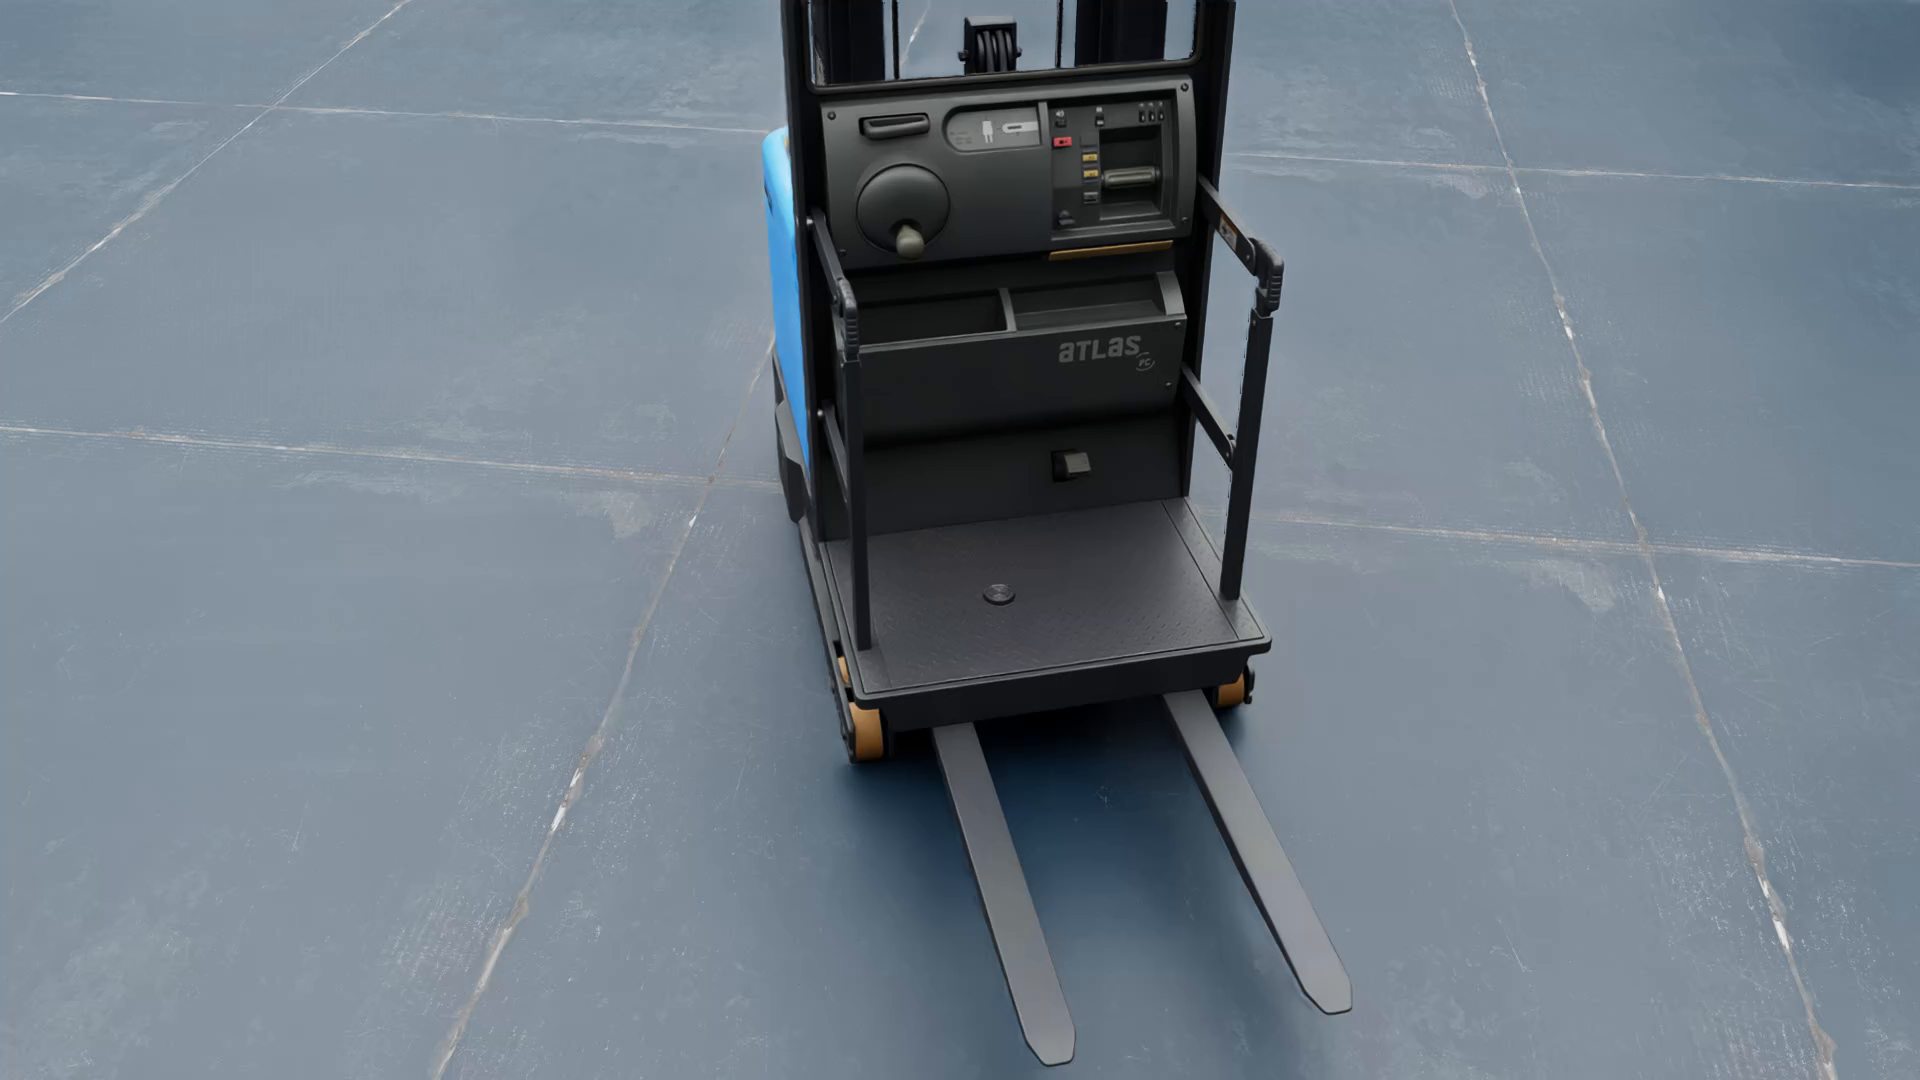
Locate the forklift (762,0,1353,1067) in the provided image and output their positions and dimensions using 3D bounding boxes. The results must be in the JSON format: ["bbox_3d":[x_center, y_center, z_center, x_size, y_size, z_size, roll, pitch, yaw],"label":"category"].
[{"bbox_3d":[0.177,-0.845,3.911,1.130,2.935,3.031,-7,36,-10],"label":"forklift"}]
